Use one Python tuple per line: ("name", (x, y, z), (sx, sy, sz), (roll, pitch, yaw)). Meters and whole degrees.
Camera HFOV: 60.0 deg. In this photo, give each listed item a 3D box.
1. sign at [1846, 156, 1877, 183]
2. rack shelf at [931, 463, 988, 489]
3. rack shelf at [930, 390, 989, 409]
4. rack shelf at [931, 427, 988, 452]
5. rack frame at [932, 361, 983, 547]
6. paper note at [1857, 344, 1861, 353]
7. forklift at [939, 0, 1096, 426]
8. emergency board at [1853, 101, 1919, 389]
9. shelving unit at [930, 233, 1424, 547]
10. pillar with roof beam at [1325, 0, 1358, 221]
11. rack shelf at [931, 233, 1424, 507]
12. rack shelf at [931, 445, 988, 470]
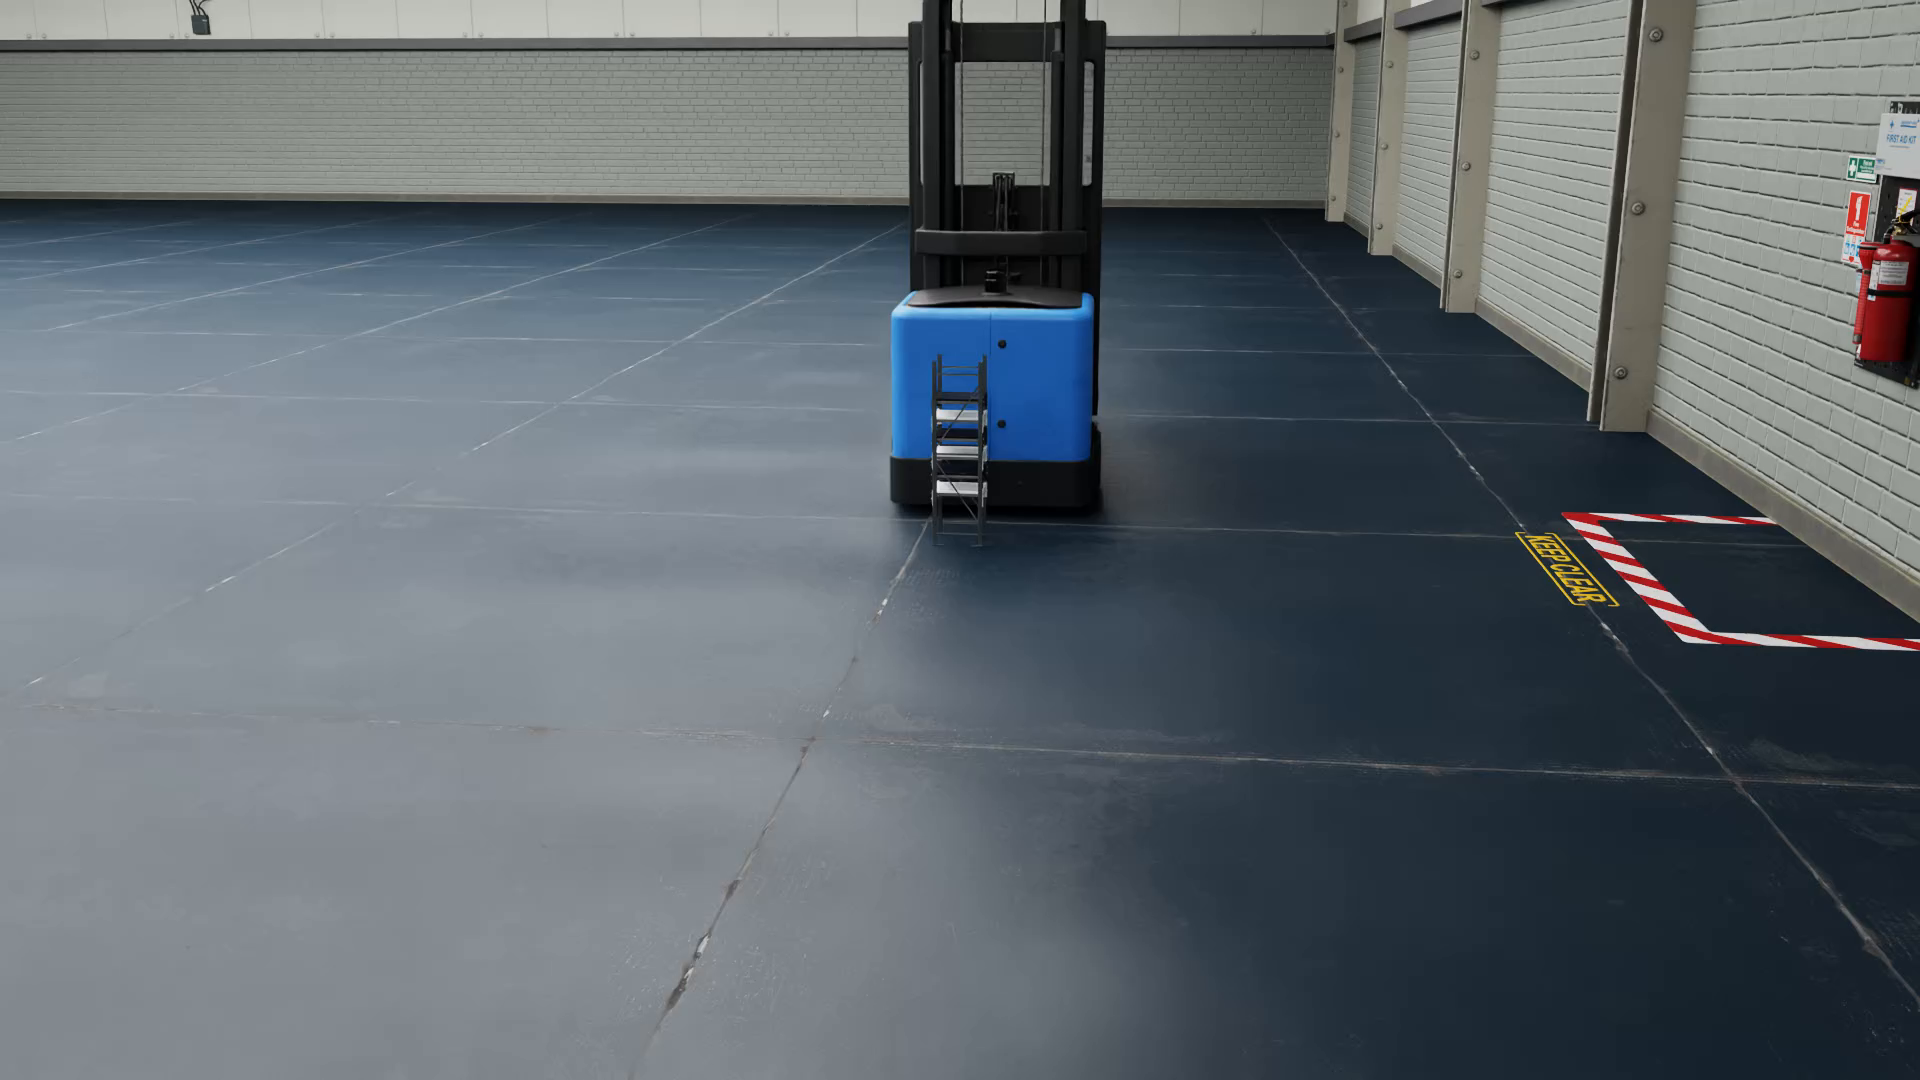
("sign", (4.129, -1.697, 7.609), (0.001, 0.109, 0.331), (2, 15, 6))
("rack shelf", (-0.001, -0.313, 8.069), (0.258, 0.077, 0.200), (2, 15, 6))
("rack shelf", (-0.001, -0.661, 7.975), (0.258, 0.077, 0.200), (2, 15, 6))
("rack shelf", (-0.001, -0.487, 8.022), (0.258, 0.077, 0.200), (2, 15, 6))
("rack frame", (-0.012, -0.406, 7.939), (0.240, 0.900, 0.006), (2, 15, 6))
("paper note", (4.062, -0.903, 7.444), (0.016, 0.148, 0.142), (2, 15, 6))
("forklift", (0.283, -1.914, 9.624), (1.121, 2.935, 3.031), (1, 15, 5))
("emergency board", (3.973, -1.285, 7.167), (0.194, 1.169, 0.643), (2, 15, 6))
("shelving unit", (3.807, -2.718, 16.489), (6.000, 0.900, 18.469), (2, 15, 6))
("pillar with roof beam", (2.087, -9.892, 27.507), (9.100, 9.000, 0.400), (2, 15, 6))
("rack shelf", (3.807, -2.417, 16.573), (6.000, 0.275, 18.464), (2, 15, 6))
("rack shelf", (-0.001, -0.400, 8.046), (0.258, 0.077, 0.200), (2, 15, 6))
